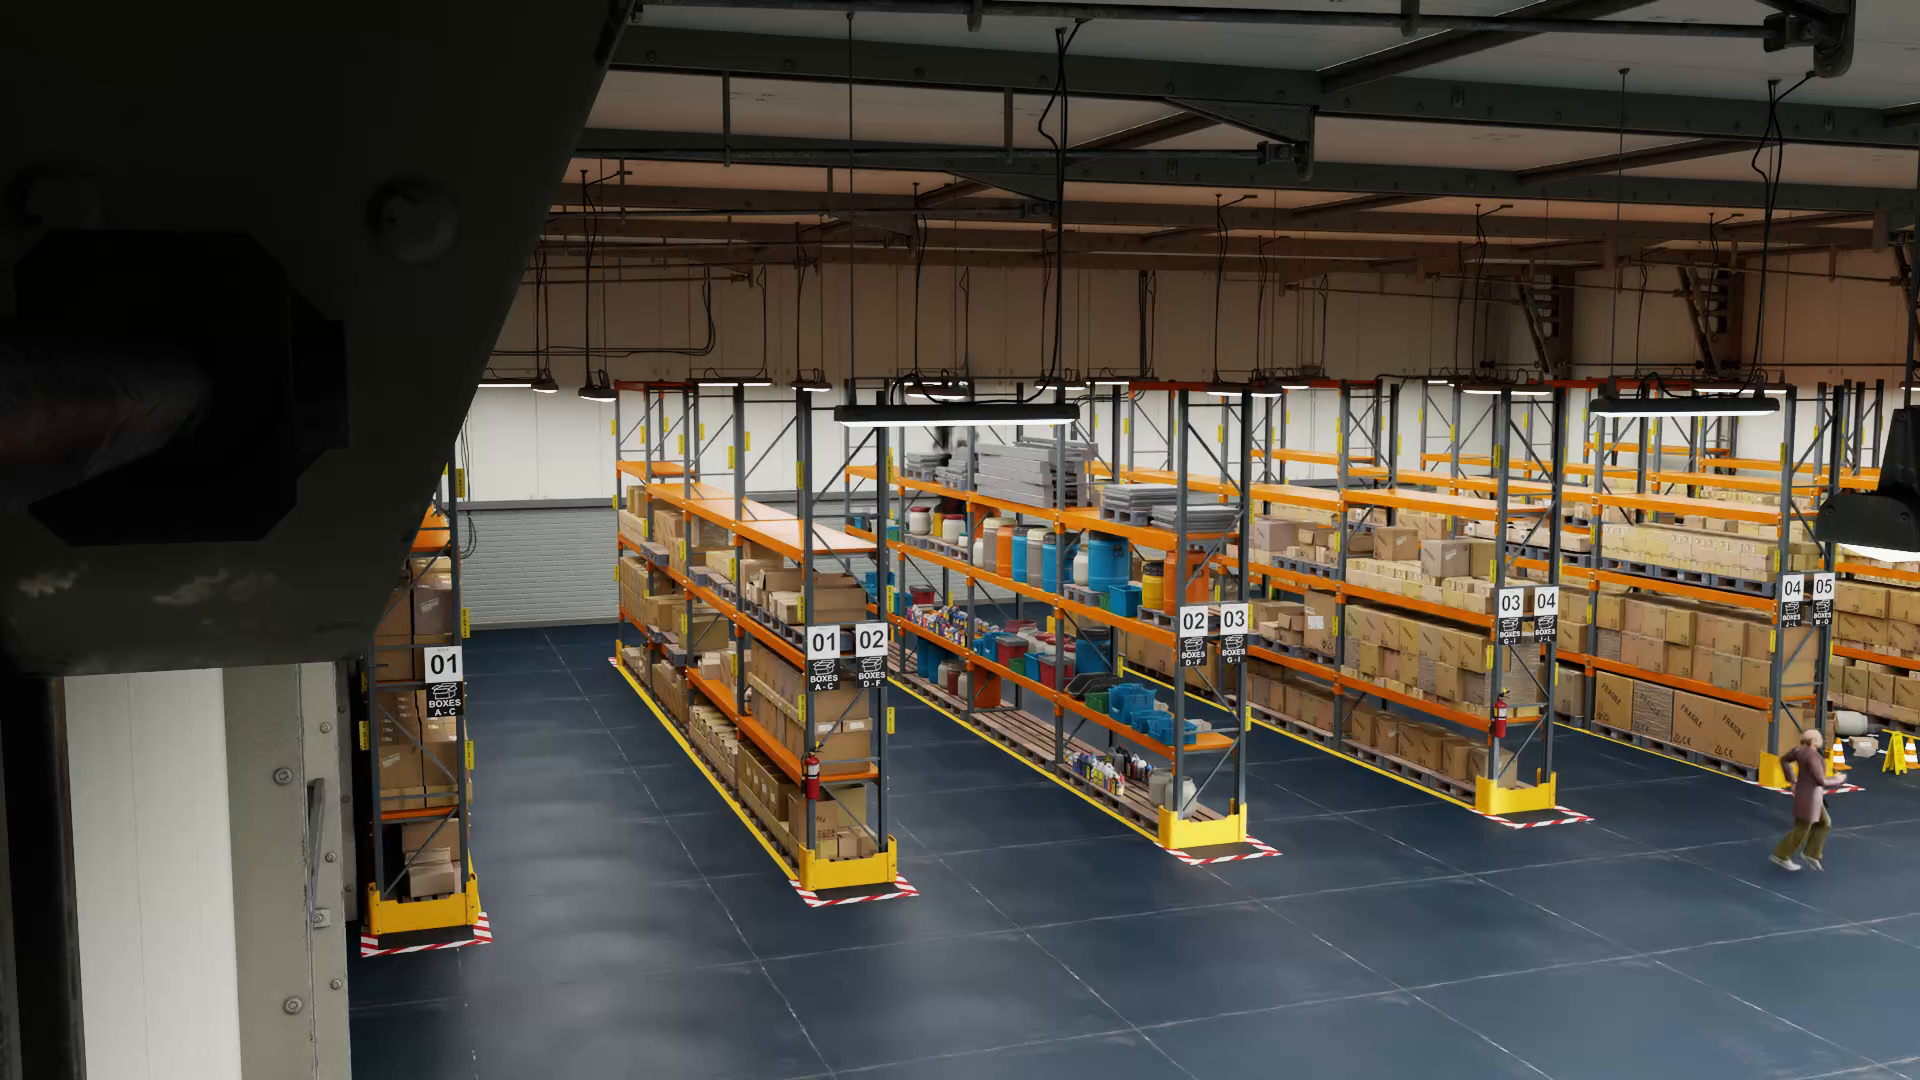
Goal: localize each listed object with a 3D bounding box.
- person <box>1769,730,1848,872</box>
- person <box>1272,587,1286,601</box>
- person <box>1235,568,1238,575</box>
[{"bbox_3d":[10.551,3.270,20.677,0.839,1.856,0.709,2,6,17],"label":"person"},{"bbox_3d":[7.833,1.072,41.526,0.902,1.757,0.670,-2,6,-20],"label":"person"},{"bbox_3d":[6.992,1.112,41.404,0.564,1.726,0.770,2,6,14],"label":"person"}]
